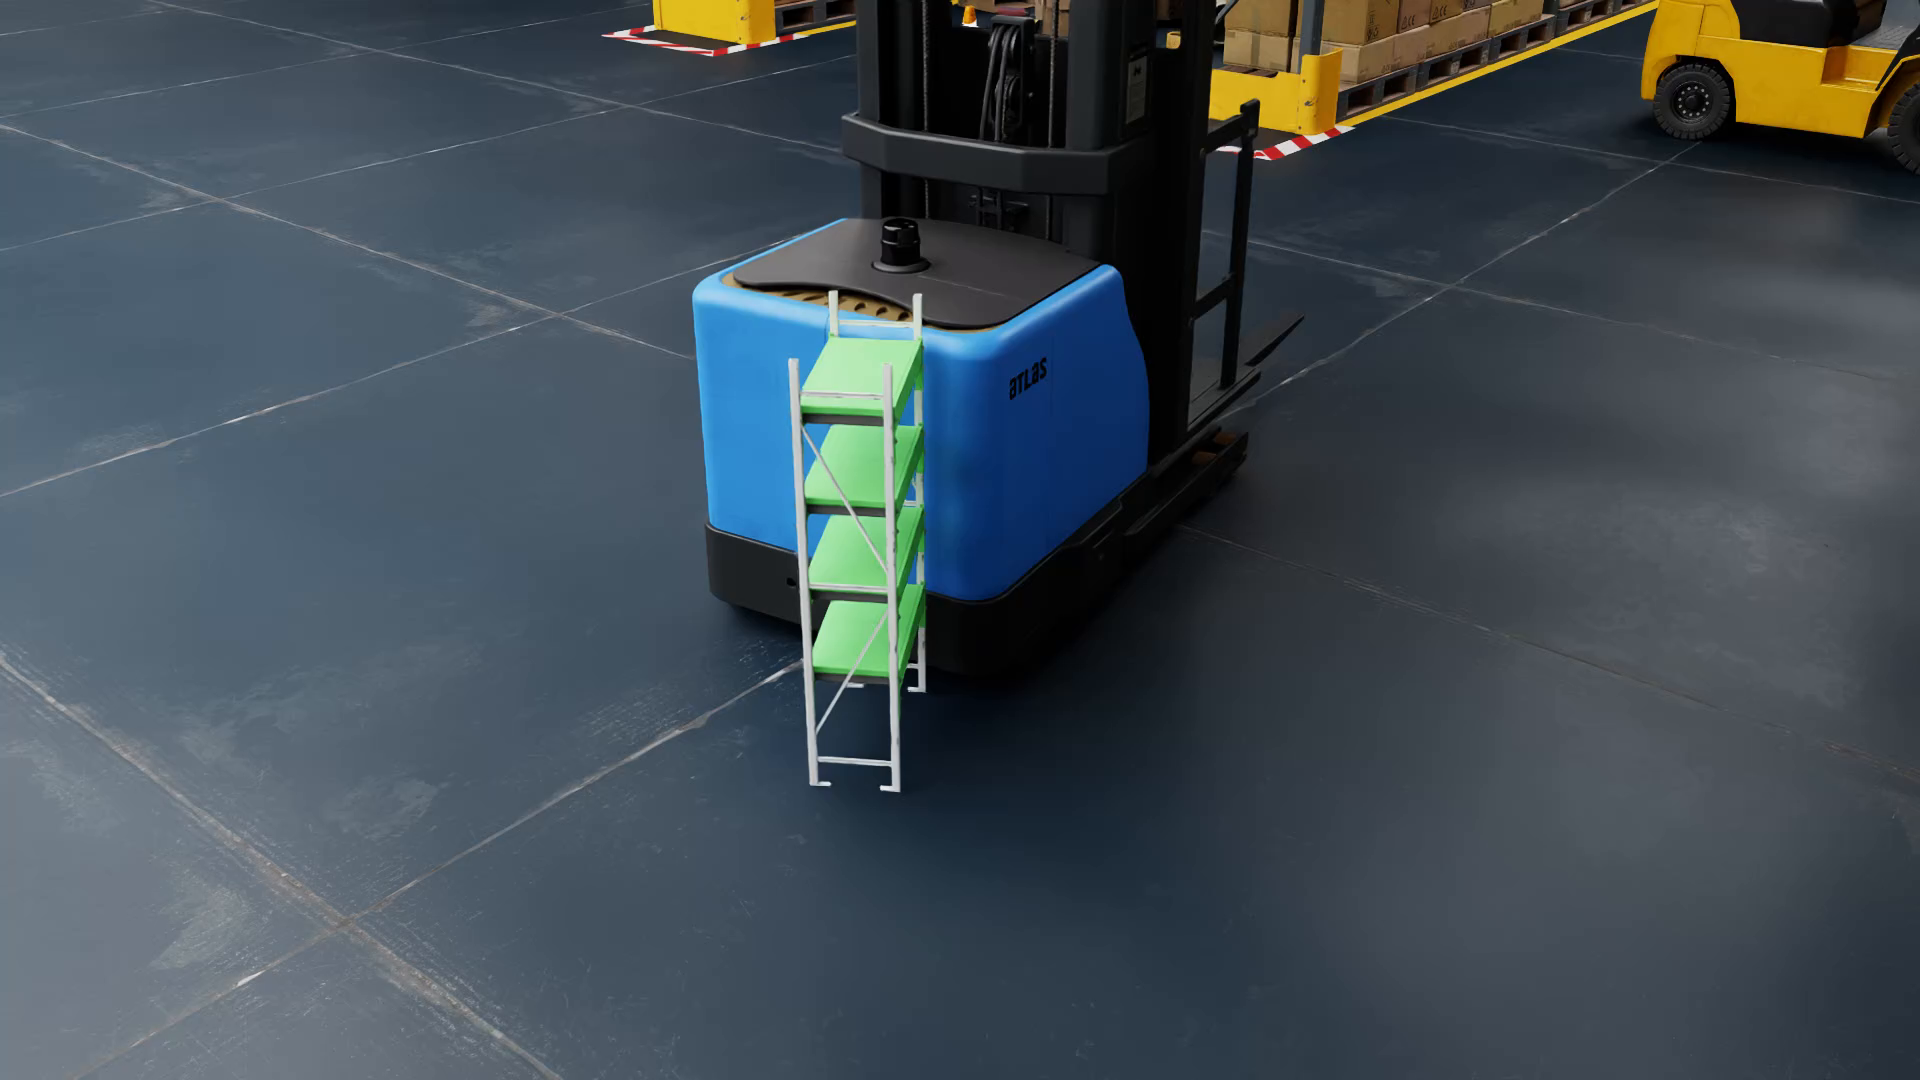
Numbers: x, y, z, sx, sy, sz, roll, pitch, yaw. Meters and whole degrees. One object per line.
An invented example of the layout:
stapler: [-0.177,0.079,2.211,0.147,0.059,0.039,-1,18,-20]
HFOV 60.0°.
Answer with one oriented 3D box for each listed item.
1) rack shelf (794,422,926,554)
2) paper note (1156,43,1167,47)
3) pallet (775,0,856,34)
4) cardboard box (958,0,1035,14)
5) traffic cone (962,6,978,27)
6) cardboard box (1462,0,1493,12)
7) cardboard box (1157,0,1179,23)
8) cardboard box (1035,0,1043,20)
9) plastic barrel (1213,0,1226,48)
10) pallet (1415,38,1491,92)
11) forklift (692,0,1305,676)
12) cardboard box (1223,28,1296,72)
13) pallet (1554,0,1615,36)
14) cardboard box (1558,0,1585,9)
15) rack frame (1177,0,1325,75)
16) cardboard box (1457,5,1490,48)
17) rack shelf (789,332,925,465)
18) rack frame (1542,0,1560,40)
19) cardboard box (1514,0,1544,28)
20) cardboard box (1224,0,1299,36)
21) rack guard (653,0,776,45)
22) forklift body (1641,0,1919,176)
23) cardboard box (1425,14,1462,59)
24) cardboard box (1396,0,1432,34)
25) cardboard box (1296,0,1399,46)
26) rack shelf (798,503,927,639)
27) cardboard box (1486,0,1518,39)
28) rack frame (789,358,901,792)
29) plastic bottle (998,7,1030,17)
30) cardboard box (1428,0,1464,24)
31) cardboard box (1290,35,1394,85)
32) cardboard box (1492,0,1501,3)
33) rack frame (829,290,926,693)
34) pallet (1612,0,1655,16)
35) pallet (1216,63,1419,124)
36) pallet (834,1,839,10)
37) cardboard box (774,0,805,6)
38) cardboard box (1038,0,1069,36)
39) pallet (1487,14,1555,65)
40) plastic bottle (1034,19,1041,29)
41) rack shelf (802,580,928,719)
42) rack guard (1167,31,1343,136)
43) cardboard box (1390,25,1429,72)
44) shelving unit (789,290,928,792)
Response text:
rack shelf: [-0.247,-0.147,4.251,0.258,0.148,0.480,3,28,6]
paper note: [1.589,-3.971,13.312,0.142,0.019,0.148,-15,31,-27]
pallet: [-1.568,-4.600,14.318,1.003,0.211,1.213,21,34,34]
cardboard box: [0.333,-4.991,14.756,0.500,0.500,0.500,-21,34,-35]
traffic cone: [0.073,-3.728,12.358,0.336,0.463,0.334,21,34,34]
cardboard box: [3.597,-4.187,12.205,0.500,0.500,0.500,23,35,37]
cardboard box: [1.620,-4.769,14.180,0.797,0.637,0.503,21,34,34]
cardboard box: [0.856,-4.588,14.236,0.258,0.266,0.396,-21,34,-35]
plastic barrel: [2.014,-4.151,13.220,0.421,0.421,0.512,-5,28,-9]
pallet: [3.237,-3.618,12.420,1.003,0.211,1.213,21,34,34]
forklift: [0.400,-1.551,5.465,1.130,2.935,3.031,15,31,27]
cardboard box: [2.190,-3.460,11.615,0.500,0.250,0.500,21,34,34]
pallet: [4.906,-4.577,14.274,1.003,0.211,1.213,21,34,34]
cardboard box: [4.744,-4.745,13.967,0.950,0.372,0.625,21,34,35]
rack frame: [1.868,-4.121,10.358,1.000,3.000,0.127,21,34,34]
cardboard box: [3.586,-3.846,12.361,0.500,0.250,0.500,21,34,35]
rack shelf: [-0.247,-0.360,4.140,0.258,0.148,0.480,3,28,6]
rack frame: [4.412,-5.539,13.099,1.000,3.000,0.127,21,34,34]
cardboard box: [4.244,-4.216,13.077,0.500,0.250,0.500,23,35,37]
cardboard box: [2.176,-3.780,11.417,0.500,0.500,0.500,21,34,35]
rack guard: [-2.031,-4.413,13.643,1.175,0.500,0.348,21,34,34]
forklift body: [5.499,-3.500,10.081,2.313,2.155,1.214,21,34,34]
cardboard box: [3.262,-3.667,12.016,0.500,0.250,0.500,24,35,38]
cardboard box: [2.938,-3.820,11.495,0.500,0.500,0.500,19,33,33]
cardboard box: [2.609,-3.633,11.134,0.500,0.500,0.500,19,33,33]
rack shelf: [-0.247,0.066,4.361,0.258,0.148,0.480,3,28,6]
cardboard box: [3.913,-4.025,12.707,0.500,0.250,0.500,20,33,33]
rack frame: [-0.276,0.121,4.116,0.240,1.200,0.015,3,28,6]
plastic bottle: [0.481,-4.591,14.463,0.283,0.061,0.133,9,29,17]
cardboard box: [3.264,-3.995,11.834,0.500,0.500,0.500,22,34,35]
cardboard box: [2.594,-3.291,11.289,0.500,0.250,0.500,20,34,34]
cardboard box: [3.921,-4.368,12.555,0.500,0.500,0.500,21,34,35]
rack frame: [-0.218,-0.102,4.547,0.240,1.200,0.015,3,28,6]
pallet: [5.682,-5.012,15.114,1.003,0.211,1.213,21,34,34]
pallet: [2.460,-3.187,11.587,1.003,0.211,1.213,21,34,34]
pallet: [-0.791,-5.030,15.150,1.003,0.211,1.213,21,34,34]
cardboard box: [-1.636,-5.034,13.979,0.875,0.875,0.875,21,34,35]
cardboard box: [1.032,-4.375,13.565,0.797,0.503,0.637,0,27,0]
pallet: [4.012,-4.052,13.259,1.003,0.211,1.213,21,34,34]
plastic bottle: [0.587,-4.333,13.965,0.133,0.061,0.283,9,29,17]
rack shelf: [-0.247,0.280,4.471,0.258,0.148,0.480,3,28,6]
rack guard: [1.916,-3.038,10.984,1.175,0.500,0.348,21,34,34]
cardboard box: [2.925,-3.470,11.635,0.500,0.250,0.500,22,35,36]
shelving unit: [-0.247,0.010,4.332,0.258,1.200,0.503,3,28,6]
